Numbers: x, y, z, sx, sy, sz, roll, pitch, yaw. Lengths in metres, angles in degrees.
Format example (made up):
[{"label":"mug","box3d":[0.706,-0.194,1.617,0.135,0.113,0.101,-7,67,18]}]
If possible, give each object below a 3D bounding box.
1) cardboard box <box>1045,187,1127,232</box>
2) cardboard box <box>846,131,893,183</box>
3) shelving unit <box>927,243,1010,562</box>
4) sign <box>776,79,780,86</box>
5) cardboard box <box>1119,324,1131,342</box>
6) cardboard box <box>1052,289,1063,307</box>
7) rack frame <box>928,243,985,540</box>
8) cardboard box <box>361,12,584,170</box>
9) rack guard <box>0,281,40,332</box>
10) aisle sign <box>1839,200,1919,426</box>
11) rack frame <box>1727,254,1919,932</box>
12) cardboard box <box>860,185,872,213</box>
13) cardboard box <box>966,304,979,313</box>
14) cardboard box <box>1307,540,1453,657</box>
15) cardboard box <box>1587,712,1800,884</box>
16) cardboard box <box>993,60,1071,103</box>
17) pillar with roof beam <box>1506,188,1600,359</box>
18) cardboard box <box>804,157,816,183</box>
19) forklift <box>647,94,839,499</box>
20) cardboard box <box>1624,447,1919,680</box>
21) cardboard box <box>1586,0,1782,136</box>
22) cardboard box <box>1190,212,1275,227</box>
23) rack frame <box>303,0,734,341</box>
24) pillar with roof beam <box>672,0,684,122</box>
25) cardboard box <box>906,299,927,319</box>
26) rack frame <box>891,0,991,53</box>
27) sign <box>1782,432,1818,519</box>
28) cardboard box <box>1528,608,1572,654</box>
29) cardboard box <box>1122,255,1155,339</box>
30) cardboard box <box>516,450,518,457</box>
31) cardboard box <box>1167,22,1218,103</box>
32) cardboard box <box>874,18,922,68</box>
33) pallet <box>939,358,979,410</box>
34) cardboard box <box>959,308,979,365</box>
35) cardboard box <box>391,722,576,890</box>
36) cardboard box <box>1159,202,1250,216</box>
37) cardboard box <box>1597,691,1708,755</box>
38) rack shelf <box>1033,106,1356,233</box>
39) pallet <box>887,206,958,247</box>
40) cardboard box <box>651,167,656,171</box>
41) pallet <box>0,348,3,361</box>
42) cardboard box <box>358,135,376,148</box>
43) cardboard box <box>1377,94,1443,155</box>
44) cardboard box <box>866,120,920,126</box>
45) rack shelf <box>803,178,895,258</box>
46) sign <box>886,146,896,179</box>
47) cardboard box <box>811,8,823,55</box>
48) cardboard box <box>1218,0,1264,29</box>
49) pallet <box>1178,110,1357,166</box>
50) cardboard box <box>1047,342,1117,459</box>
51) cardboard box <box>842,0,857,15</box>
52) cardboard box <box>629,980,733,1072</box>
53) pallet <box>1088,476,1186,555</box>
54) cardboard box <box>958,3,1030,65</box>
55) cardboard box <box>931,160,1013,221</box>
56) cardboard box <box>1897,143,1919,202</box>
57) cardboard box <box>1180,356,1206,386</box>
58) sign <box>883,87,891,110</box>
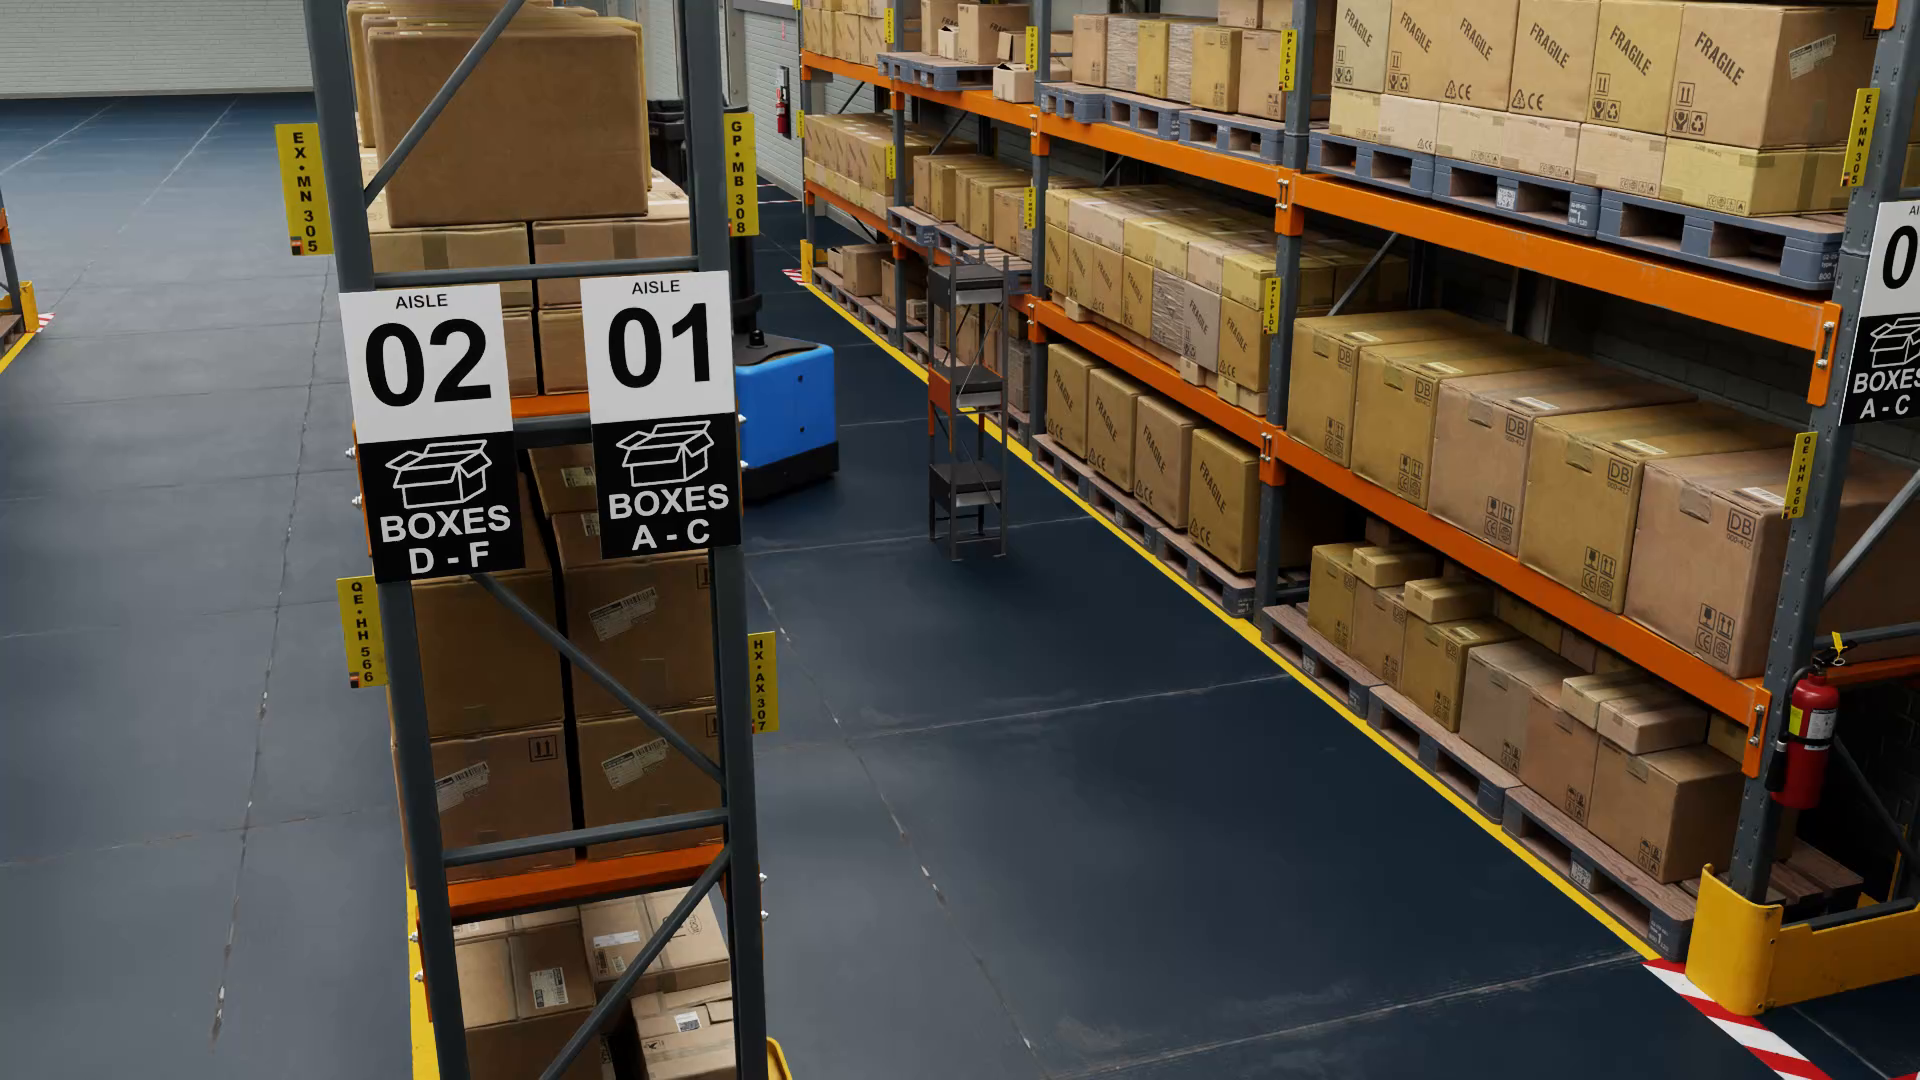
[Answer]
[{"label":"cardboard box","box3d":[0.980,-2.566,12.895,0.500,0.250,0.500,-6,21,-16]},{"label":"cardboard box","box3d":[-0.937,-4.215,18.297,0.500,0.500,0.500,-7,21,-19]},{"label":"shelving unit","box3d":[0.052,-0.935,11.414,0.431,2.100,0.503,-6,21,-17]},{"label":"sign","box3d":[-3.110,-7.808,28.380,0.001,0.109,0.331,-6,21,-17]},{"label":"cardboard box","box3d":[1.387,-1.549,12.135,0.380,0.149,0.250,-6,21,-16]},{"label":"cardboard box","box3d":[0.956,-1.959,13.276,0.380,0.149,0.250,-7,21,-18]},{"label":"rack frame","box3d":[-0.025,-1.013,11.632,0.400,2.100,0.015,-6,21,-17]},{"label":"cardboard box","box3d":[-1.627,-1.515,5.632,0.700,0.500,0.500,-6,21,-17]},{"label":"rack guard","box3d":[-10.778,-2.517,18.185,1.175,0.500,0.348,-6,21,-17]},{"label":"aisle sign","box3d":[3.325,-0.800,5.860,0.394,0.787,0.004,-6,21,-17]},{"label":"rack frame","box3d":[3.587,0.369,6.452,1.000,3.000,0.127,-6,21,-17]},{"label":"cardboard box","box3d":[-0.770,-3.701,17.977,0.500,0.250,0.500,-6,21,-17]},{"label":"cardboard box","box3d":[0.372,-2.324,15.886,0.500,0.250,0.500,-7,21,-19]},{"label":"cardboard box","box3d":[2.468,0.315,9.679,0.700,0.500,0.500,-6,21,-17]},{"label":"cardboard box","box3d":[3.272,1.134,7.400,0.700,0.500,0.500,-6,21,-17]},{"label":"cardboard box","box3d":[0.590,-3.780,13.668,0.500,0.311,0.500,-6,21,-17]},{"label":"pillar with roof beam","box3d":[-0.716,-3.148,7.369,9.100,9.000,0.400,-6,21,-17]},{"label":"cardboard box","box3d":[-1.590,-4.514,20.239,0.500,0.250,0.500,-7,21,-19]},{"label":"forklift","box3d":[-2.438,-2.061,13.319,3.031,2.935,1.130,15,25,36]},{"label":"cardboard box","box3d":[3.418,0.065,6.854,0.980,0.700,0.700,-5,20,-15]},{"label":"cardboard box","box3d":[2.951,-1.938,6.780,0.500,0.500,0.500,-6,21,-16]},{"label":"cardboard box","box3d":[1.940,-2.135,11.696,0.500,0.250,0.500,-7,21,-18]},{"label":"rack frame","box3d":[-1.114,-1.927,3.970,1.000,3.000,0.127,-6,21,-17]},{"label":"pillar with roof beam","box3d":[-10.145,-12.775,34.172,9.100,9.000,0.400,-6,21,-17]},{"label":"cardboard box","box3d":[-0.381,-2.524,18.047,0.380,0.166,0.250,-9,22,-24]},{"label":"rack frame","box3d":[-0.184,-6.305,16.160,1.000,3.000,0.127,-6,21,-17]},{"label":"sign","box3d":[3.068,-0.234,6.069,0.100,0.325,0.005,-6,21,-17]},{"label":"cardboard box","box3d":[3.101,0.440,8.370,0.380,0.149,0.250,-6,21,-17]},{"label":"cardboard box","box3d":[1.464,-1.717,11.642,0.500,0.500,0.500,-6,21,-16]},{"label":"cardboard box","box3d":[-1.645,-0.444,7.089,0.500,0.500,0.500,-6,21,-17]},{"label":"cardboard box","box3d":[1.825,-3.214,11.191,0.700,0.500,0.500,-6,21,-17]},{"label":"cardboard box","box3d":[-0.579,-5.087,17.027,0.500,0.500,0.500,-6,21,-16]},{"label":"pallet","box3d":[0.449,-1.528,15.858,1.003,0.211,1.213,-6,21,-17]},{"label":"cardboard box","box3d":[0.395,-1.950,15.954,0.700,0.500,0.500,-6,21,-17]},{"label":"cardboard box","box3d":[-1.513,0.734,5.286,0.500,0.500,0.500,-6,21,-16]},{"label":"cardboard box","box3d":[1.779,-2.298,12.151,0.500,0.250,0.500,-7,21,-19]},{"label":"cardboard box","box3d":[3.059,0.806,7.351,0.380,0.149,0.250,-7,21,-18]},{"label":"rack shelf","box3d":[1.701,-2.630,11.428,1.077,0.370,4.000,-6,21,-17]},{"label":"pallet","box3d":[-0.082,-3.131,16.480,1.003,0.211,1.213,-6,21,-17]},{"label":"cardboard box","box3d":[-1.342,-1.194,5.847,0.500,0.250,0.500,-6,21,-17]},{"label":"pallet","box3d":[-10.148,-1.729,16.419,1.003,0.211,1.213,-6,21,-17]},{"label":"cardboard box","box3d":[-2.149,-1.459,6.587,0.500,0.250,0.500,-6,21,-17]},{"label":"cardboard box","box3d":[2.444,-2.086,8.302,0.500,0.250,0.500,-7,21,-18]},{"label":"cardboard box","box3d":[-0.776,-4.601,19.371,0.500,0.500,0.500,-7,21,-19]},{"label":"rack shelf","box3d":[-0.813,-3.785,19.082,1.077,0.370,4.000,-6,21,-17]},{"label":"sign","box3d":[-0.697,-3.829,16.860,0.100,0.325,0.005,-6,21,-17]},{"label":"cardboard box","box3d":[-1.439,-5.924,19.357,0.500,0.500,0.500,-5,20,-14]},{"label":"cardboard box","box3d":[1.990,-3.405,10.615,0.500,0.250,0.500,-7,21,-19]},{"label":"pallet","box3d":[1.995,-2.525,10.356,0.805,0.209,1.217,-7,21,-19]},{"label":"cardboard box","box3d":[1.179,-1.134,13.196,0.750,0.750,0.750,-7,21,-18]},{"label":"cardboard box","box3d":[-0.956,-5.894,17.795,0.500,0.500,0.500,-7,21,-19]},{"label":"cardboard box","box3d":[-0.998,1.772,6.087,0.380,0.166,0.250,-6,21,-17]},{"label":"pallet","box3d":[1.629,-0.234,12.256,1.003,0.211,1.213,-6,21,-17]},{"label":"cardboard box","box3d":[0.299,-4.559,14.965,0.500,0.500,0.500,-7,21,-19]},{"label":"cardboard box","box3d":[0.112,-3.389,16.116,0.700,0.500,0.500,-4,20,-12]},{"label":"cardboard box","box3d":[3.591,-1.477,6.608,0.500,0.250,0.500,-5,20,-14]},{"label":"cardboard box","box3d":[1.676,-1.129,10.965,0.380,0.149,0.250,-6,21,-17]},{"label":"sign","box3d":[-0.908,-5.512,20.644,0.100,0.325,0.005,-6,21,-17]}]
